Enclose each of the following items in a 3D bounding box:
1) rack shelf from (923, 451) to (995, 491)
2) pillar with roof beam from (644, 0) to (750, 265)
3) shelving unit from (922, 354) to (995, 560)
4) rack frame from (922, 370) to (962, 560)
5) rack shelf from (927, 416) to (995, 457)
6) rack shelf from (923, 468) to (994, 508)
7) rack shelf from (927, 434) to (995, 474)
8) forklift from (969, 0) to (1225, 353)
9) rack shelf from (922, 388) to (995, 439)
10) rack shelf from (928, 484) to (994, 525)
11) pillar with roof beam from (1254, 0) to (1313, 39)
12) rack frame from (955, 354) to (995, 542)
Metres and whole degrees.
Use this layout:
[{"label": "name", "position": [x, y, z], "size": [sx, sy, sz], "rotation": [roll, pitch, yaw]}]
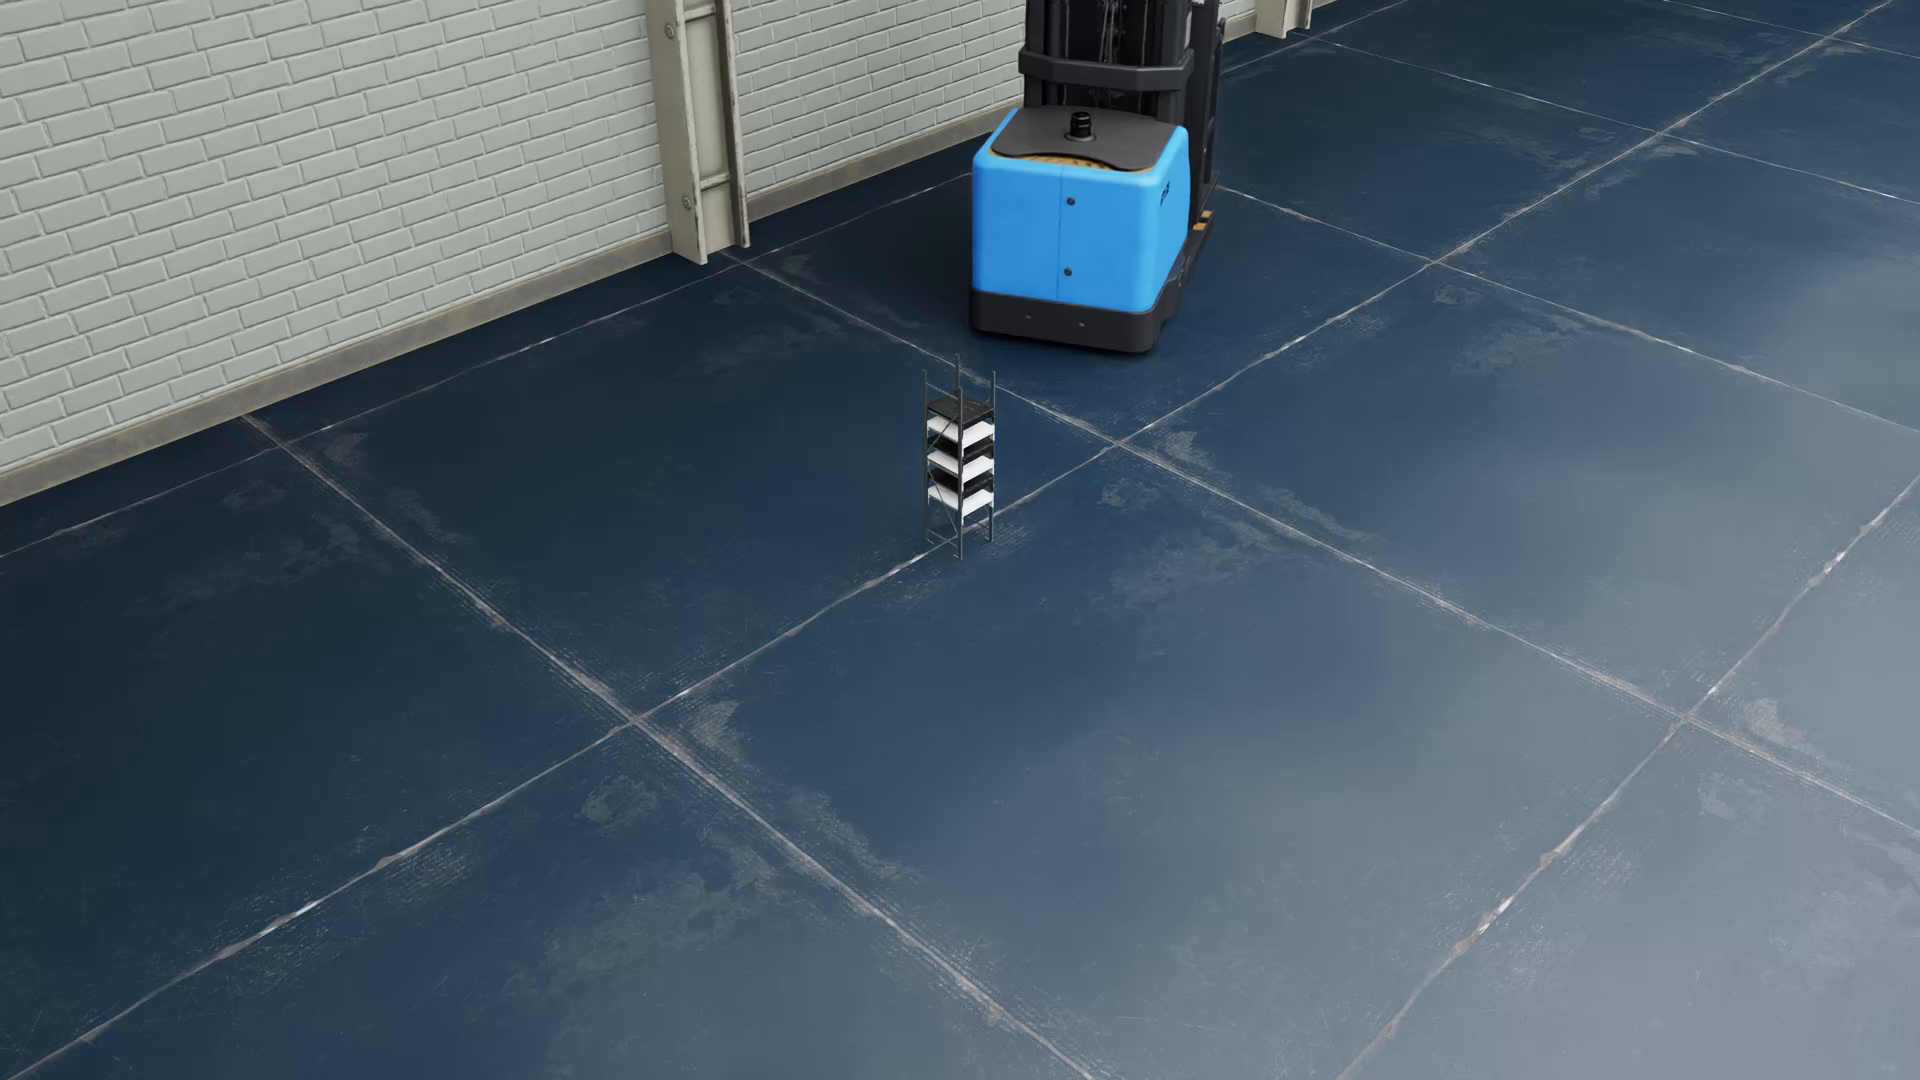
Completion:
[{"label": "rack shelf", "position": [-0.006, -0.338, 7.507], "size": [0.258, 0.077, 0.200], "rotation": [30, 45, 35]}, {"label": "pillar with roof beam", "position": [1.502, -3.778, 5.301], "size": [9.100, 9.000, 0.400], "rotation": [30, 45, 35]}, {"label": "shelving unit", "position": [-0.006, -0.366, 7.488], "size": [0.258, 0.900, 0.210], "rotation": [30, 45, 35]}, {"label": "rack frame", "position": [-0.077, -0.325, 7.429], "size": [0.240, 0.900, 0.006], "rotation": [30, 45, 35]}, {"label": "rack shelf", "position": [-0.006, -0.486, 7.404], "size": [0.258, 0.077, 0.200], "rotation": [30, 45, 35]}, {"label": "rack shelf", "position": [-0.006, -0.265, 7.558], "size": [0.258, 0.077, 0.200], "rotation": [30, 45, 35]}, {"label": "rack shelf", "position": [-0.006, -0.412, 7.455], "size": [0.258, 0.077, 0.200], "rotation": [30, 45, 35]}, {"label": "forklift", "position": [0.981, -3.068, 9.586], "size": [1.130, 2.935, 3.031], "rotation": [10, 36, 14]}, {"label": "rack shelf", "position": [-0.006, -0.560, 7.352], "size": [0.258, 0.077, 0.200], "rotation": [30, 45, 35]}, {"label": "rack shelf", "position": [-0.006, -0.191, 7.610], "size": [0.258, 0.077, 0.200], "rotation": [30, 45, 35]}, {"label": "pillar with roof beam", "position": [5.729, -6.214, 8.794], "size": [9.100, 9.000, 0.400], "rotation": [30, 45, 35]}, {"label": "rack frame", "position": [0.066, -0.407, 7.547], "size": [0.240, 0.900, 0.006], "rotation": [30, 45, 35]}]
